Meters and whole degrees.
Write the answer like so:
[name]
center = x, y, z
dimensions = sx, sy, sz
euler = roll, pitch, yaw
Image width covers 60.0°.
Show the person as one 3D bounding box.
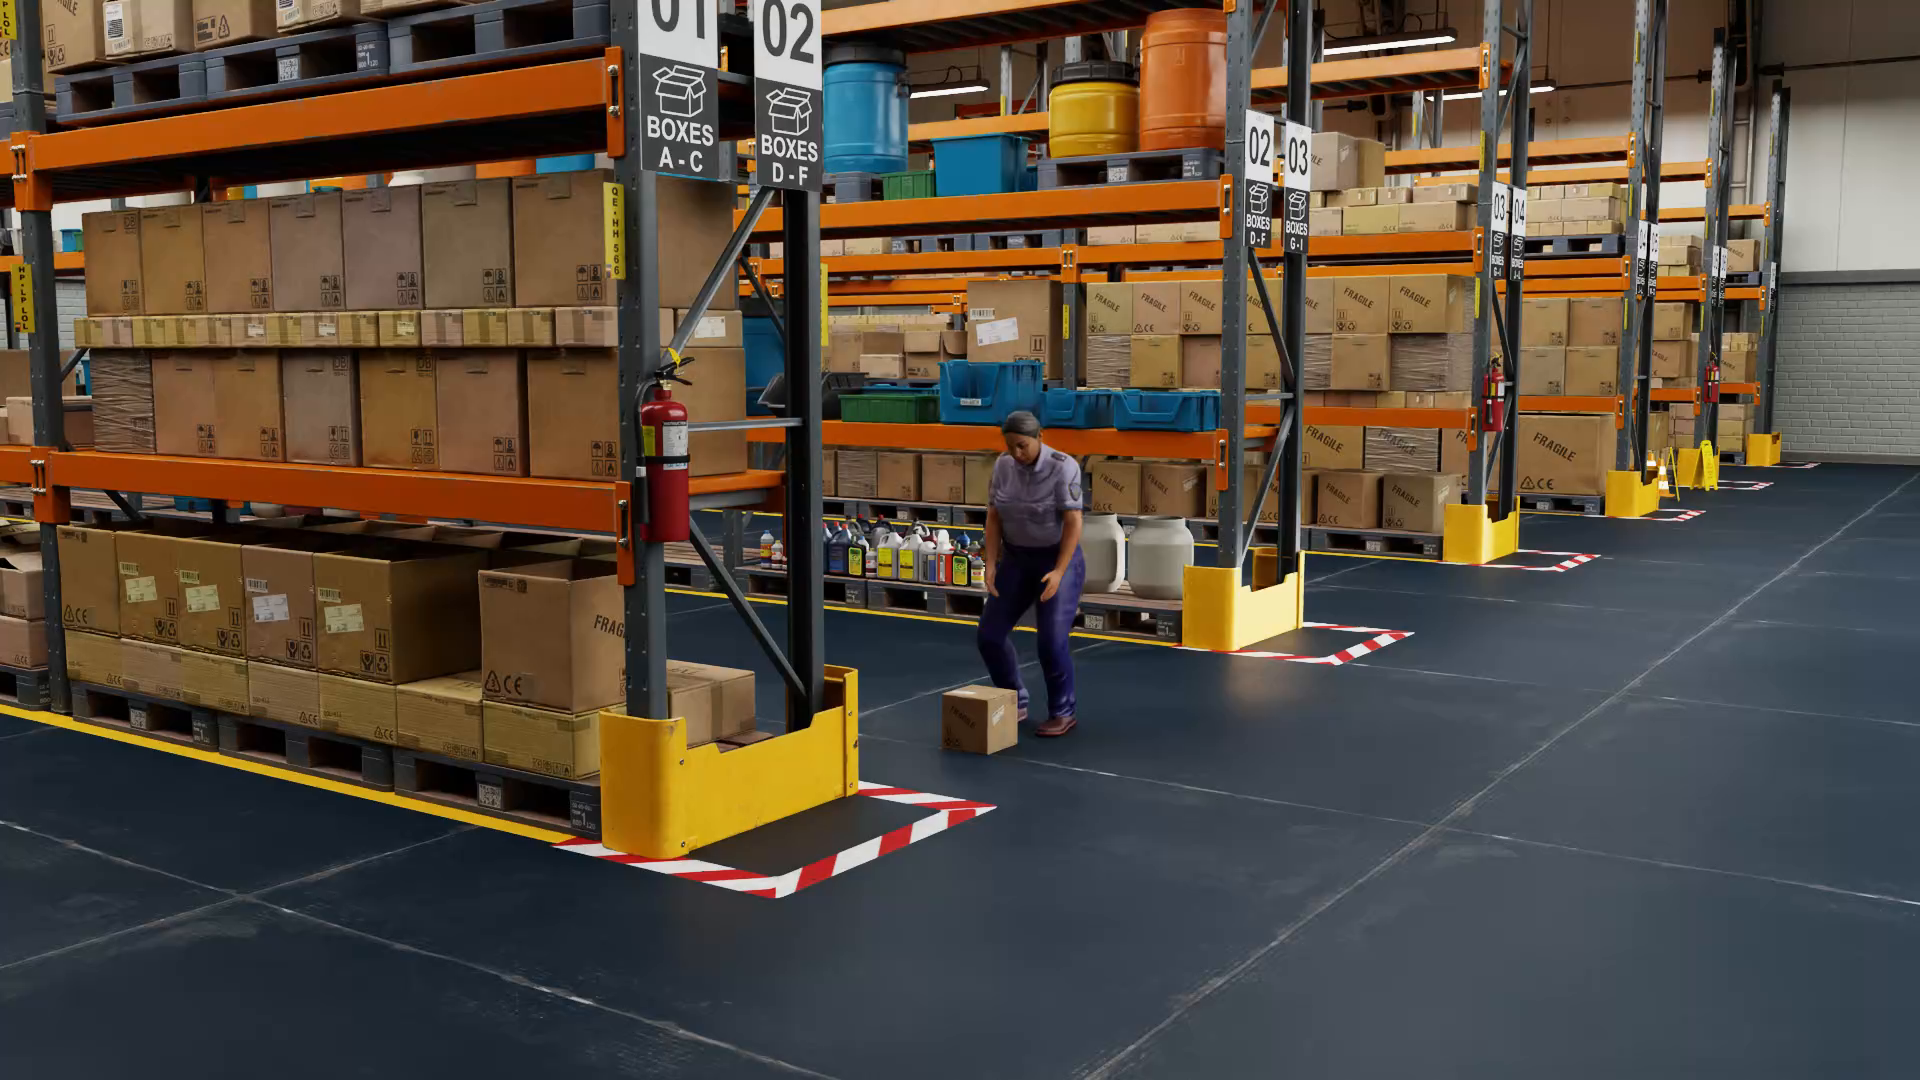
[person]
center = 0.370, 0.149, 7.848
dimensions = 0.519, 1.529, 0.507
euler = 4, 8, 35
